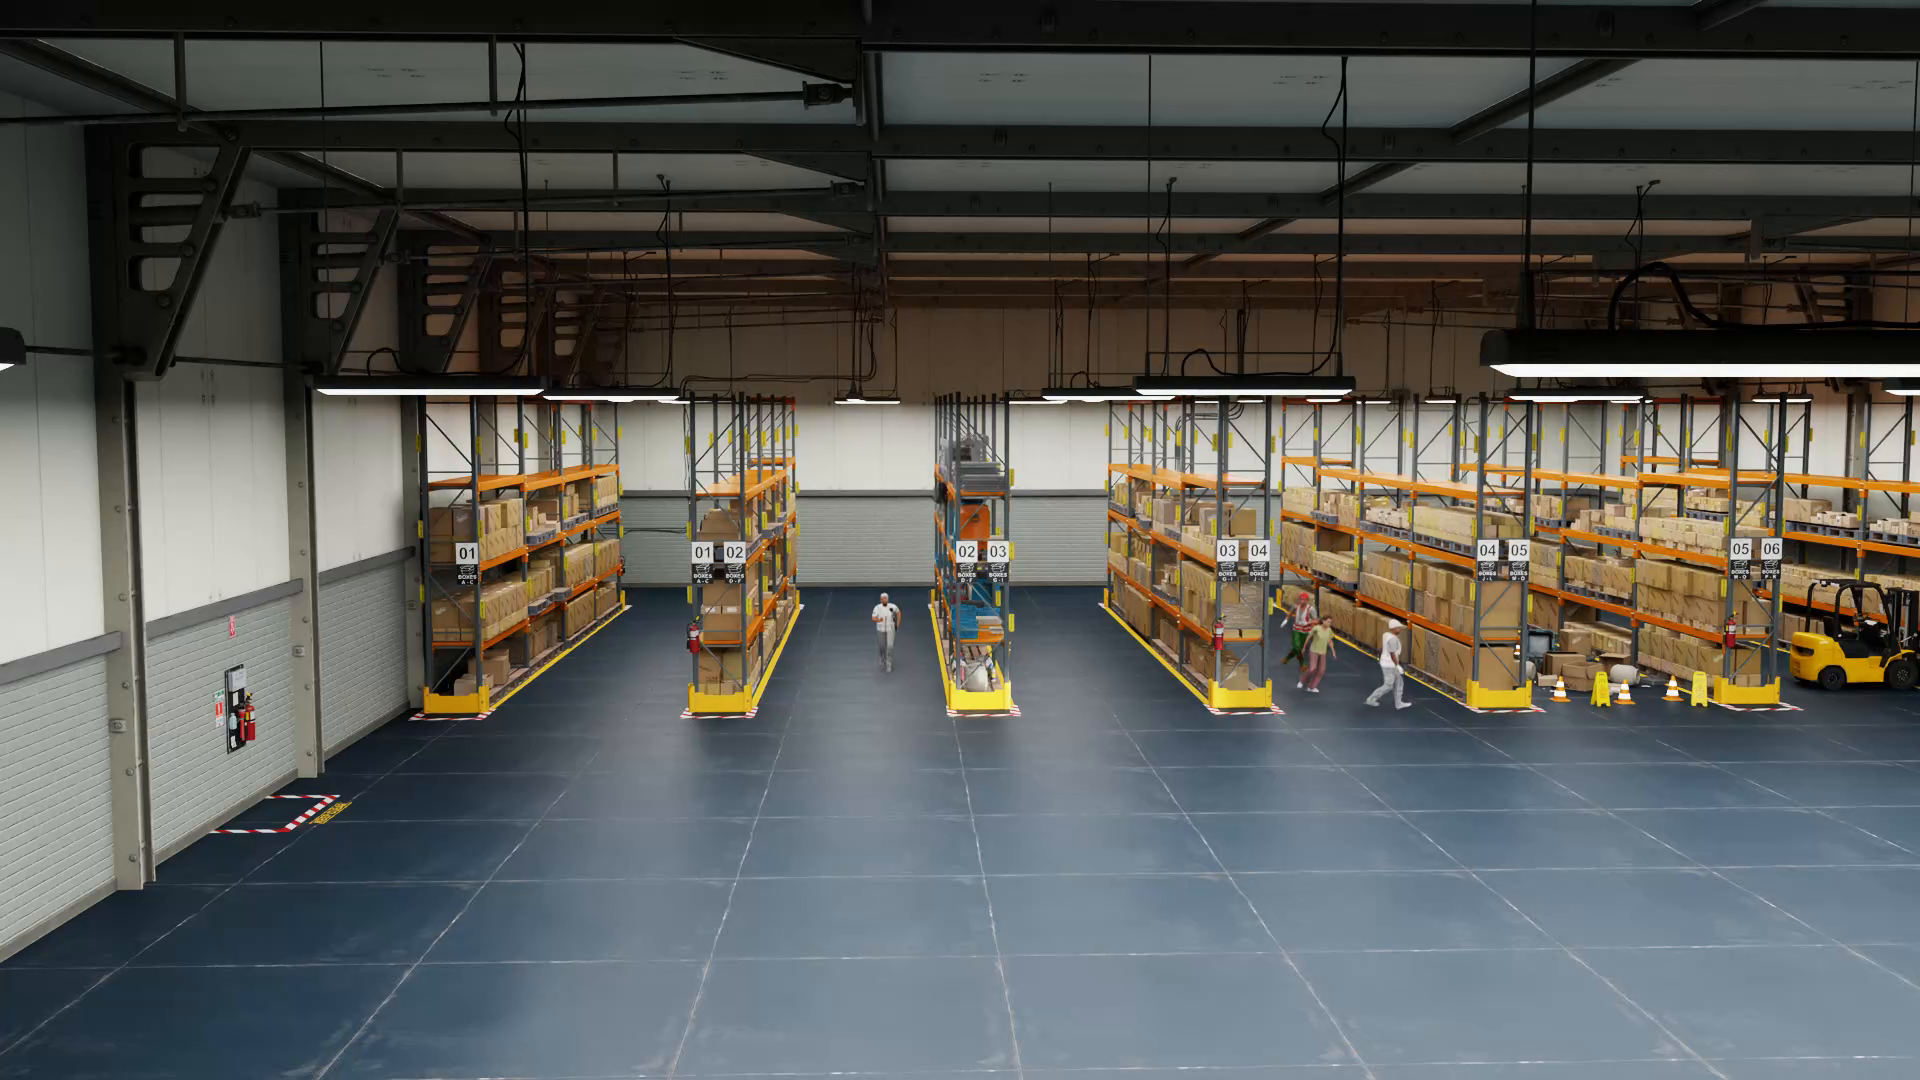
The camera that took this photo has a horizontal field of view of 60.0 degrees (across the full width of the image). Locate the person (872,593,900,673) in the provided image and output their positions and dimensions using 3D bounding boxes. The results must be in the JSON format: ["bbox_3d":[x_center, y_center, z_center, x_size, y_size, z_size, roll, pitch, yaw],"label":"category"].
[{"bbox_3d":[-1.608,1.998,36.245,0.597,1.709,0.901,0,5,3],"label":"person"}]

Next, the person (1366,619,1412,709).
[{"bbox_3d":[8.129,2.359,31.451,0.872,1.741,0.642,1,5,9],"label":"person"}]

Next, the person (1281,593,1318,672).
[{"bbox_3d":[7.382,1.984,36.199,0.785,1.729,0.711,1,5,13],"label":"person"}]

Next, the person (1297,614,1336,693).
[{"bbox_3d":[7.133,2.253,33.243,0.698,1.596,0.593,-1,5,-17],"label":"person"}]
